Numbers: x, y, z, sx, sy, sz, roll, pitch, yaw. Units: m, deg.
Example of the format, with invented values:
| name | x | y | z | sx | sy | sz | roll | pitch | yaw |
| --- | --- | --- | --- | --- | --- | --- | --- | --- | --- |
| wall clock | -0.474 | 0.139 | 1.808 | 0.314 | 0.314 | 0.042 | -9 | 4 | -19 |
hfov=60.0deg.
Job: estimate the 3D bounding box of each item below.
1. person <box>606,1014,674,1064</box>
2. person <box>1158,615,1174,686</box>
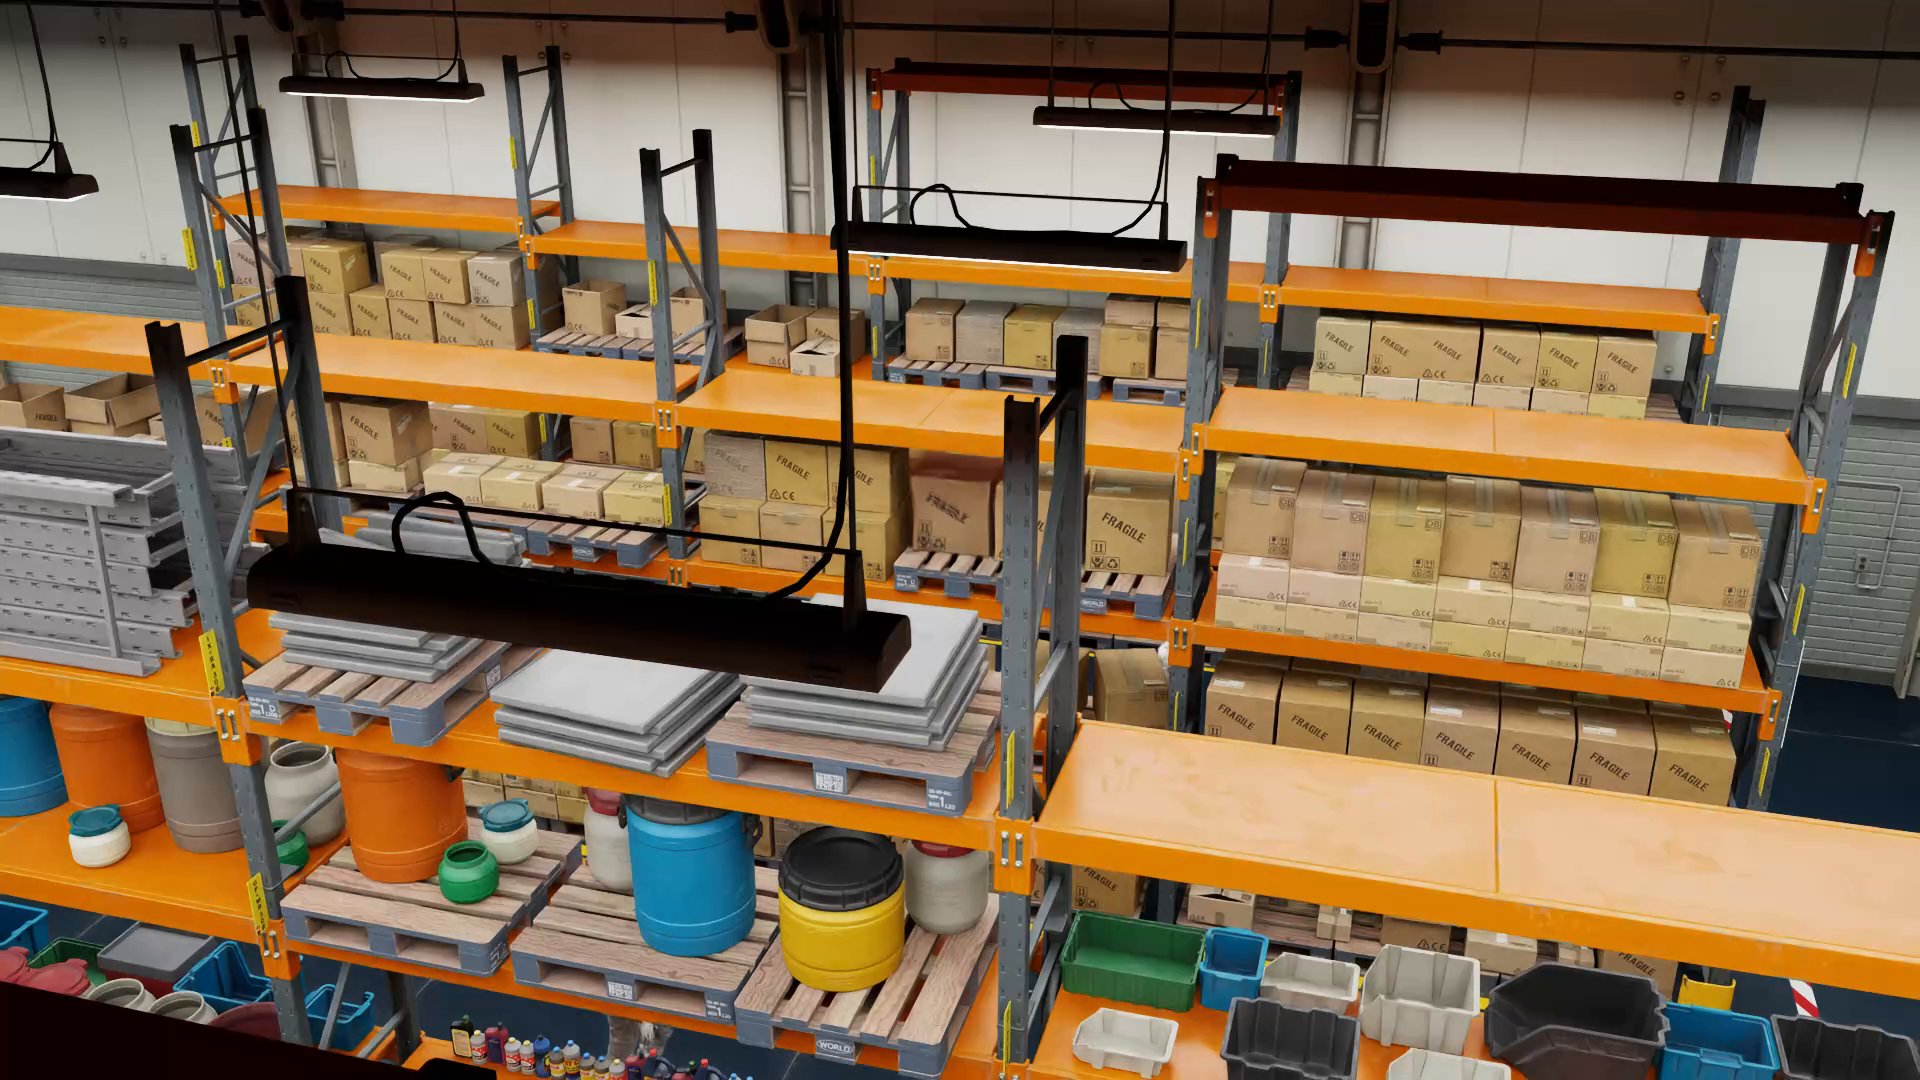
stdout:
| name | x | y | z | sx | sy | sz | roll | pitch | yaw |
| --- | --- | --- | --- | --- | --- | --- | --- | --- | --- |
| person | -2.201 | 3.078 | 11.026 | 0.536 | 1.783 | 0.546 | -2 | 23 | -4 |
| person | 1.923 | 1.419 | 15.187 | 0.441 | 1.677 | 0.514 | 20 | 30 | 40 |
